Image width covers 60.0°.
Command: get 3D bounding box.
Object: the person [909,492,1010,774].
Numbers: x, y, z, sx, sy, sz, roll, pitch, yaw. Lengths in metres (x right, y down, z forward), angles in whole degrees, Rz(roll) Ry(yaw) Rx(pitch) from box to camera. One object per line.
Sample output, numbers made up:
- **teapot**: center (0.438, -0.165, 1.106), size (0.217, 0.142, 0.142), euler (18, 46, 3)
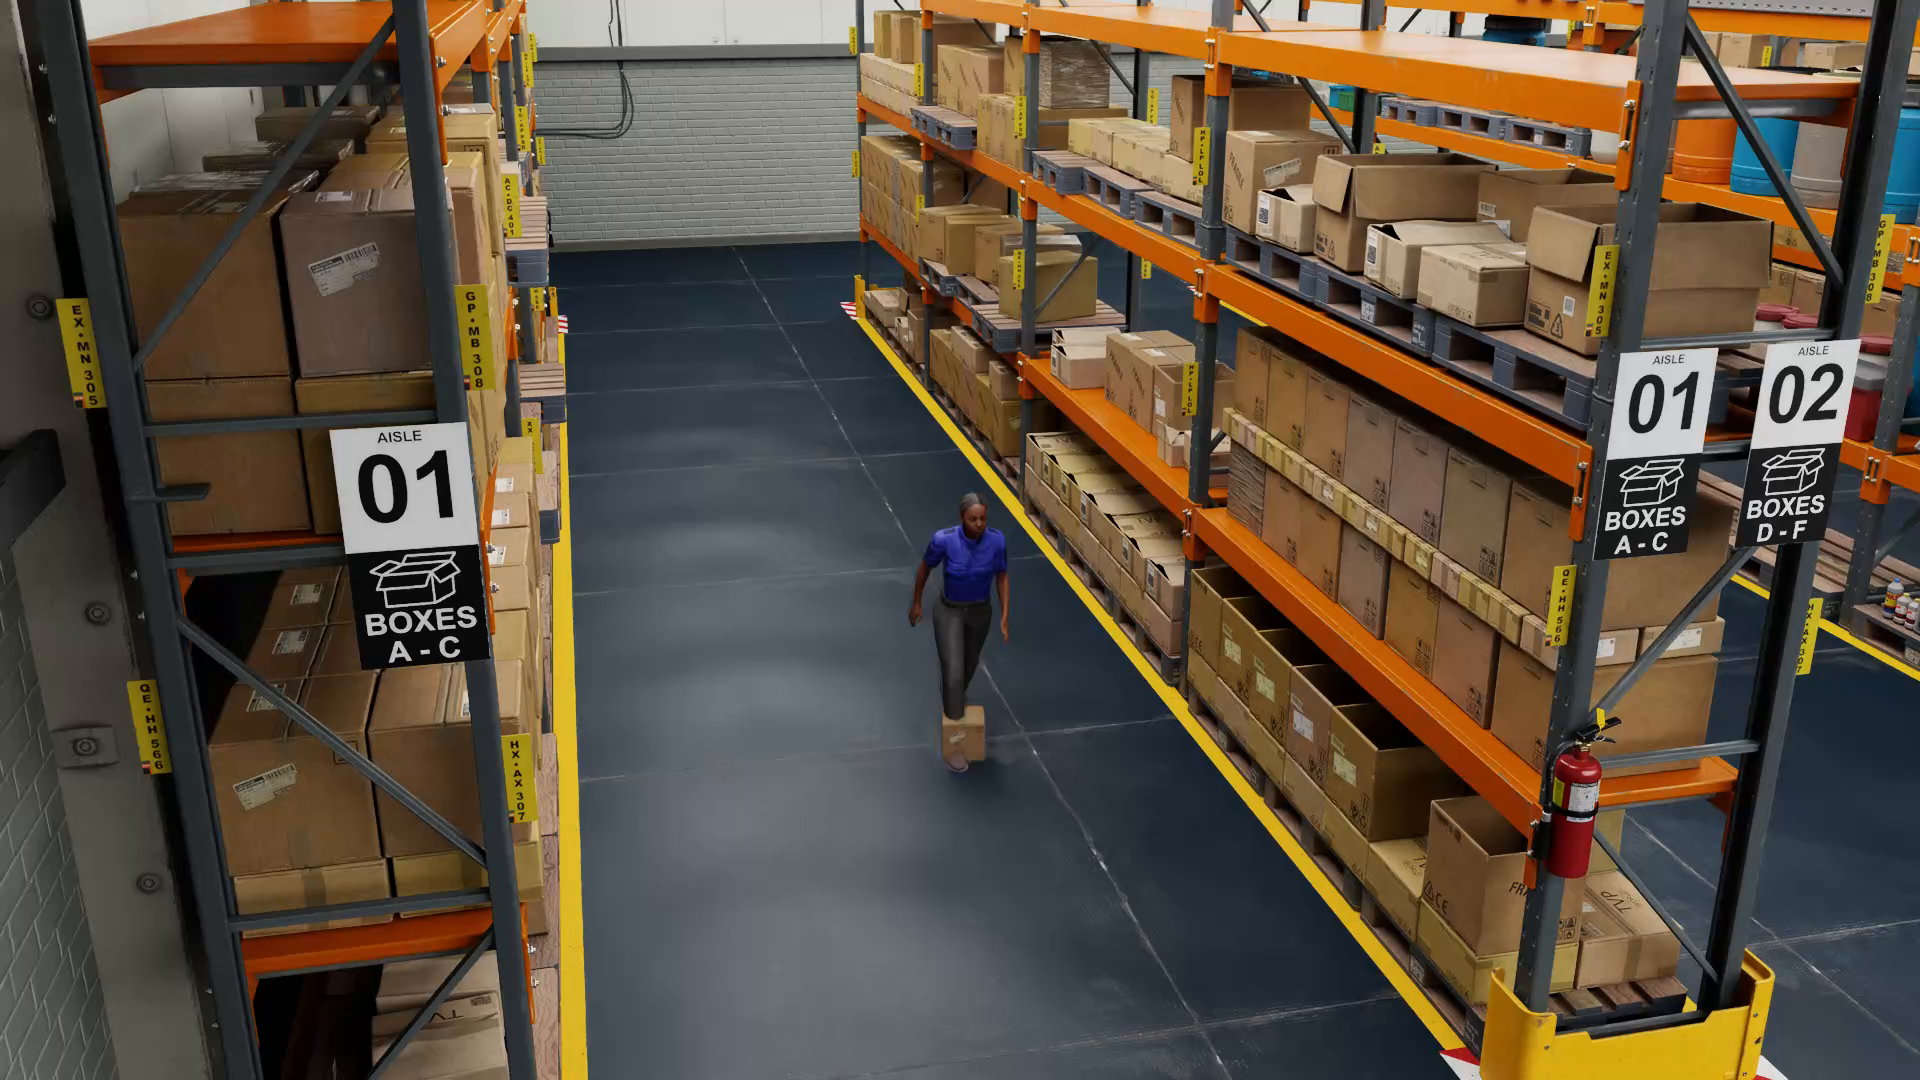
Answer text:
- **person**: center (0.012, 0.450, 9.915), size (0.552, 1.606, 0.927), euler (-7, 21, -18)
